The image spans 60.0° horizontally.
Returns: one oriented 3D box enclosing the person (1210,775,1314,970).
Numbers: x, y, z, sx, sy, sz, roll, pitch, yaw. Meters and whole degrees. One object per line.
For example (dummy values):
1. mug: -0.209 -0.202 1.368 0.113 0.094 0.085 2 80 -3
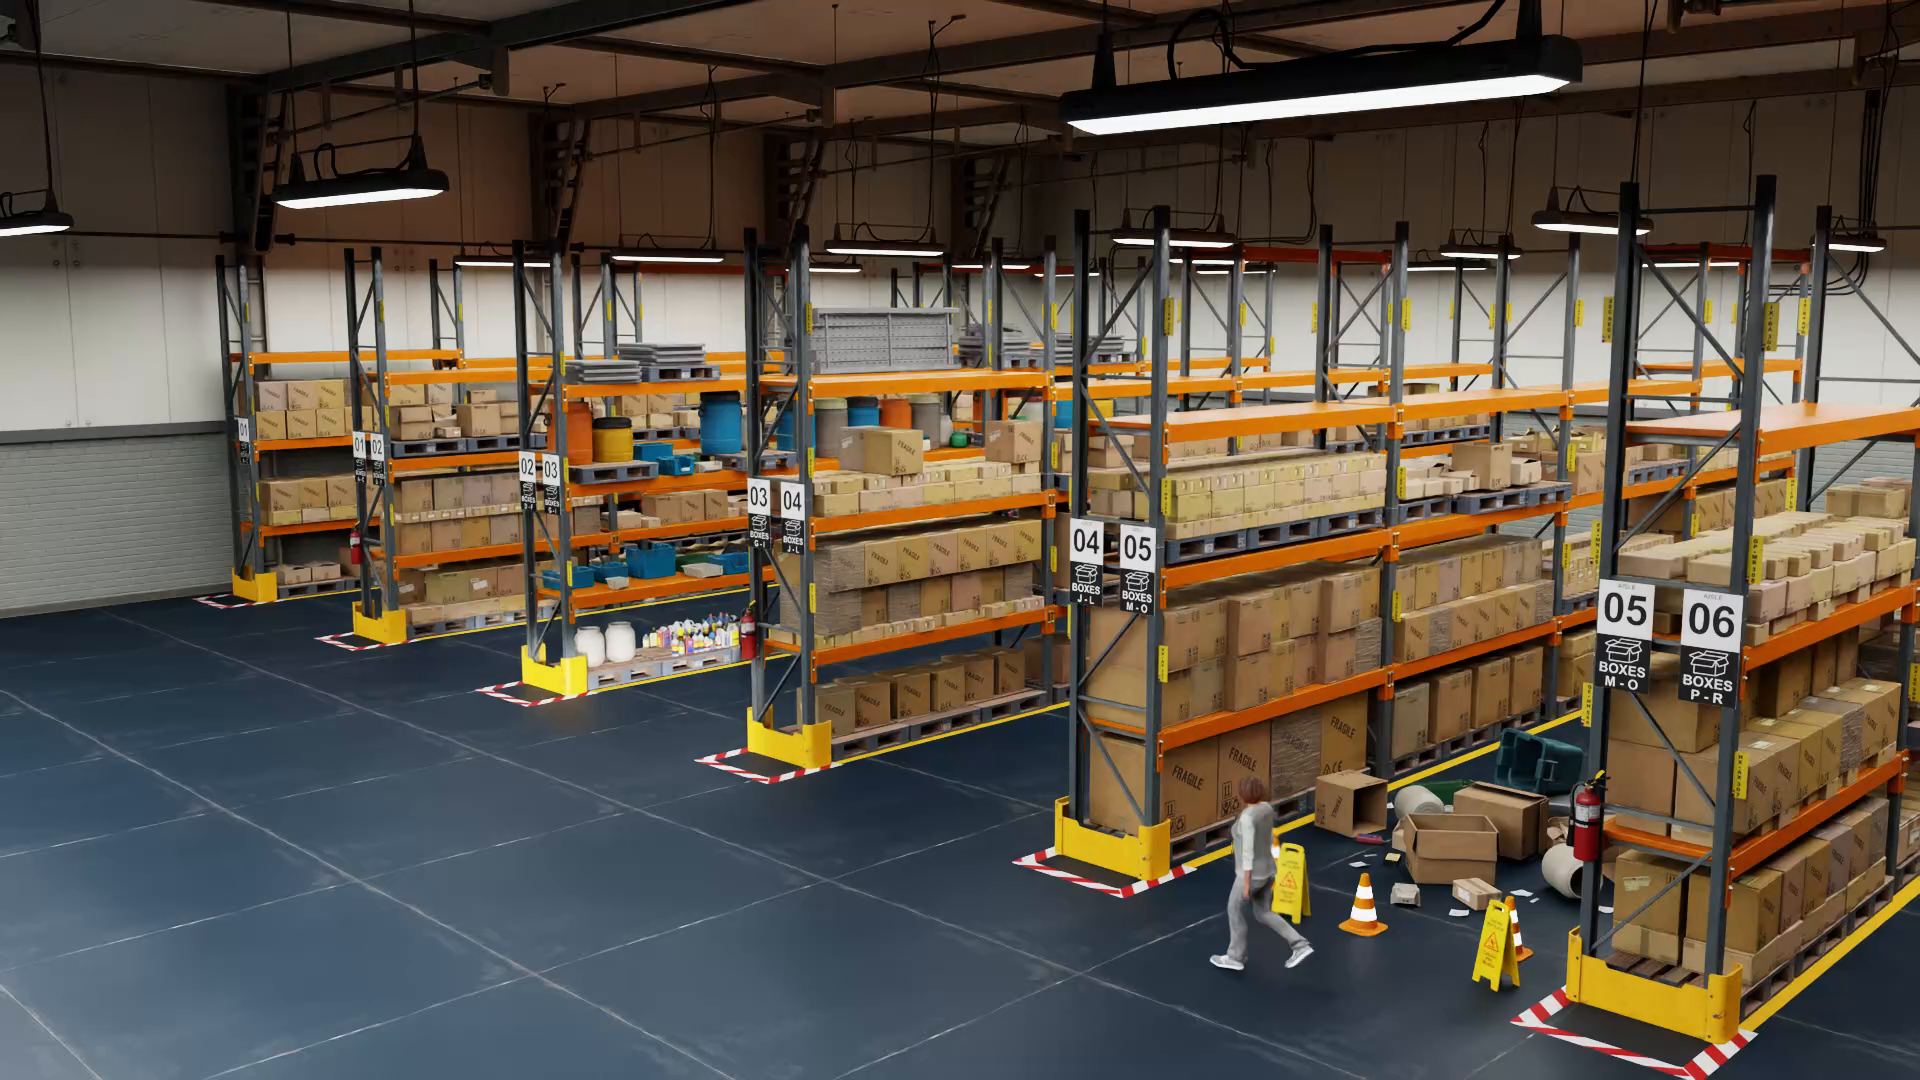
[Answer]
1. person: 2.334 2.579 12.790 0.808 1.564 0.429 6 10 34
